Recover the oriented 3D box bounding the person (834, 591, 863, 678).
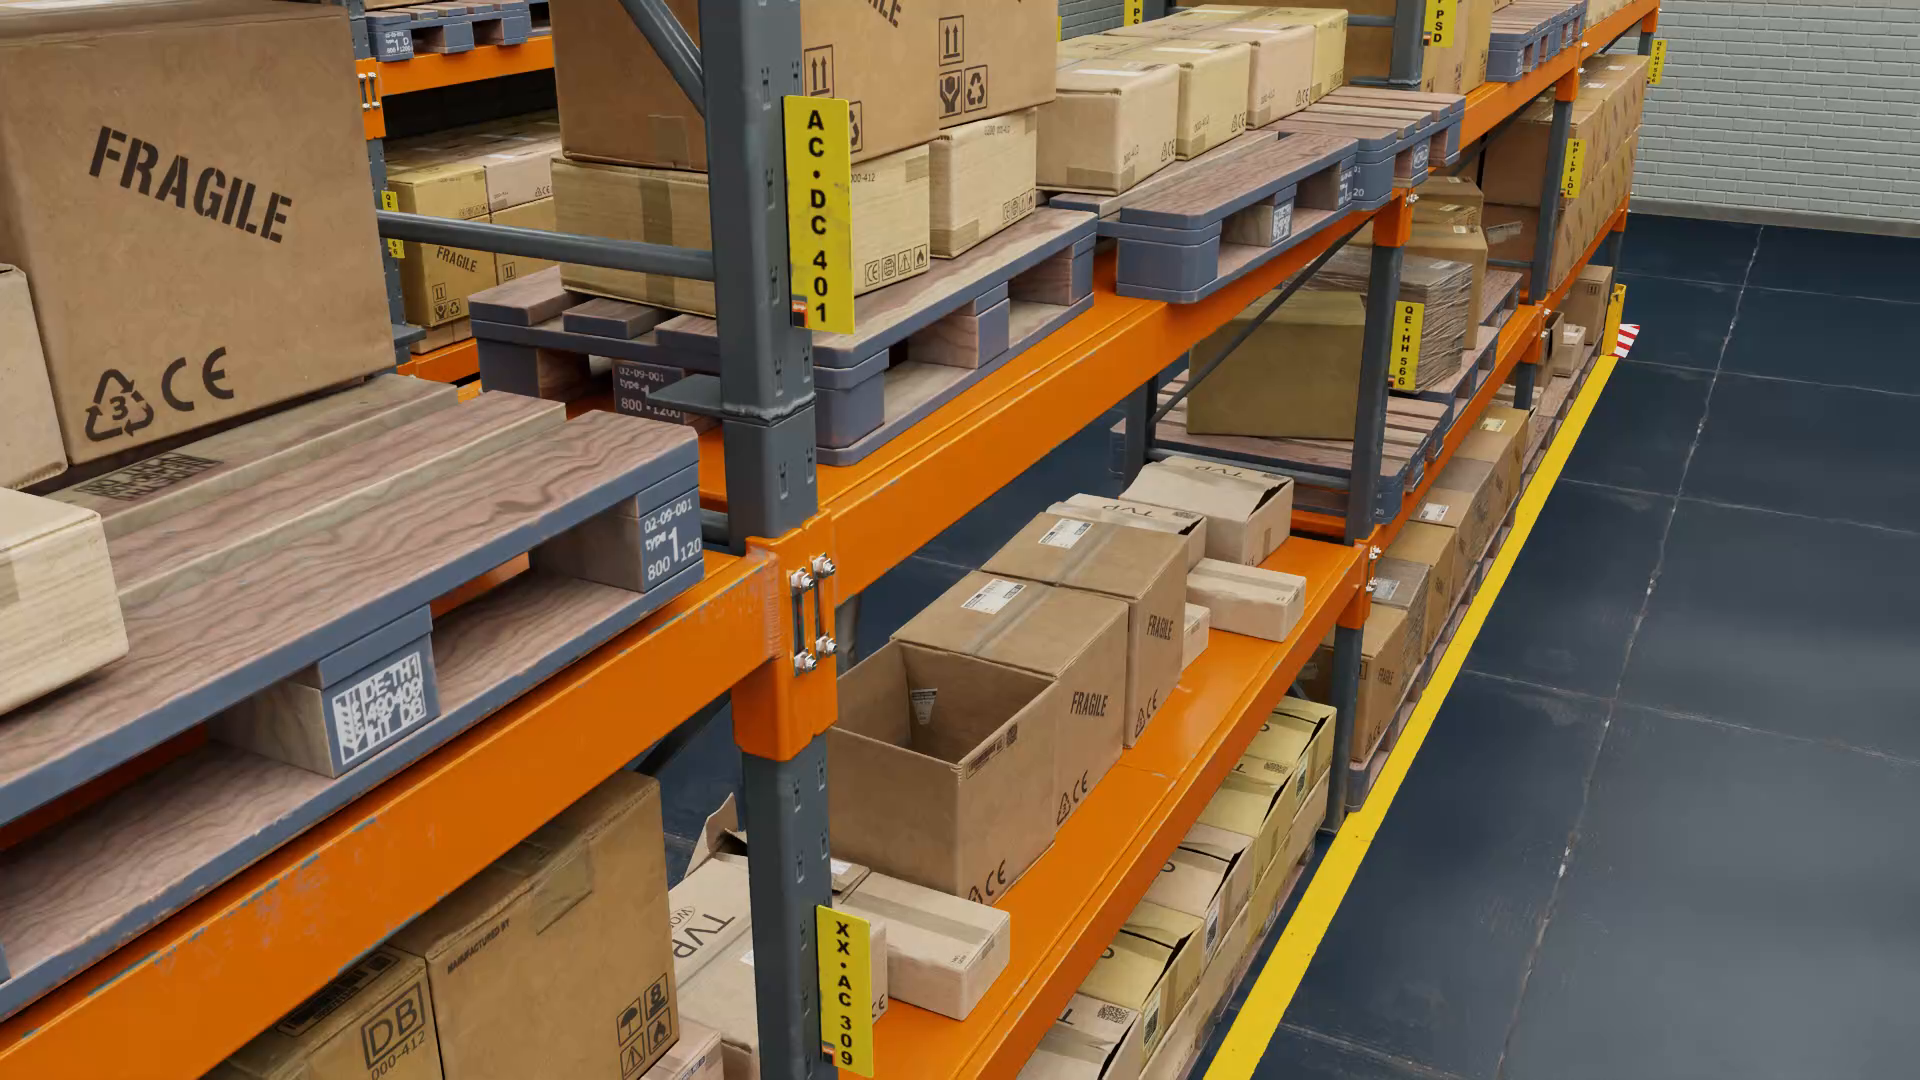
[{"bbox_3d":[-0.611,0.142,7.274,0.436,1.665,0.556,12,25,26],"label":"person"}]
